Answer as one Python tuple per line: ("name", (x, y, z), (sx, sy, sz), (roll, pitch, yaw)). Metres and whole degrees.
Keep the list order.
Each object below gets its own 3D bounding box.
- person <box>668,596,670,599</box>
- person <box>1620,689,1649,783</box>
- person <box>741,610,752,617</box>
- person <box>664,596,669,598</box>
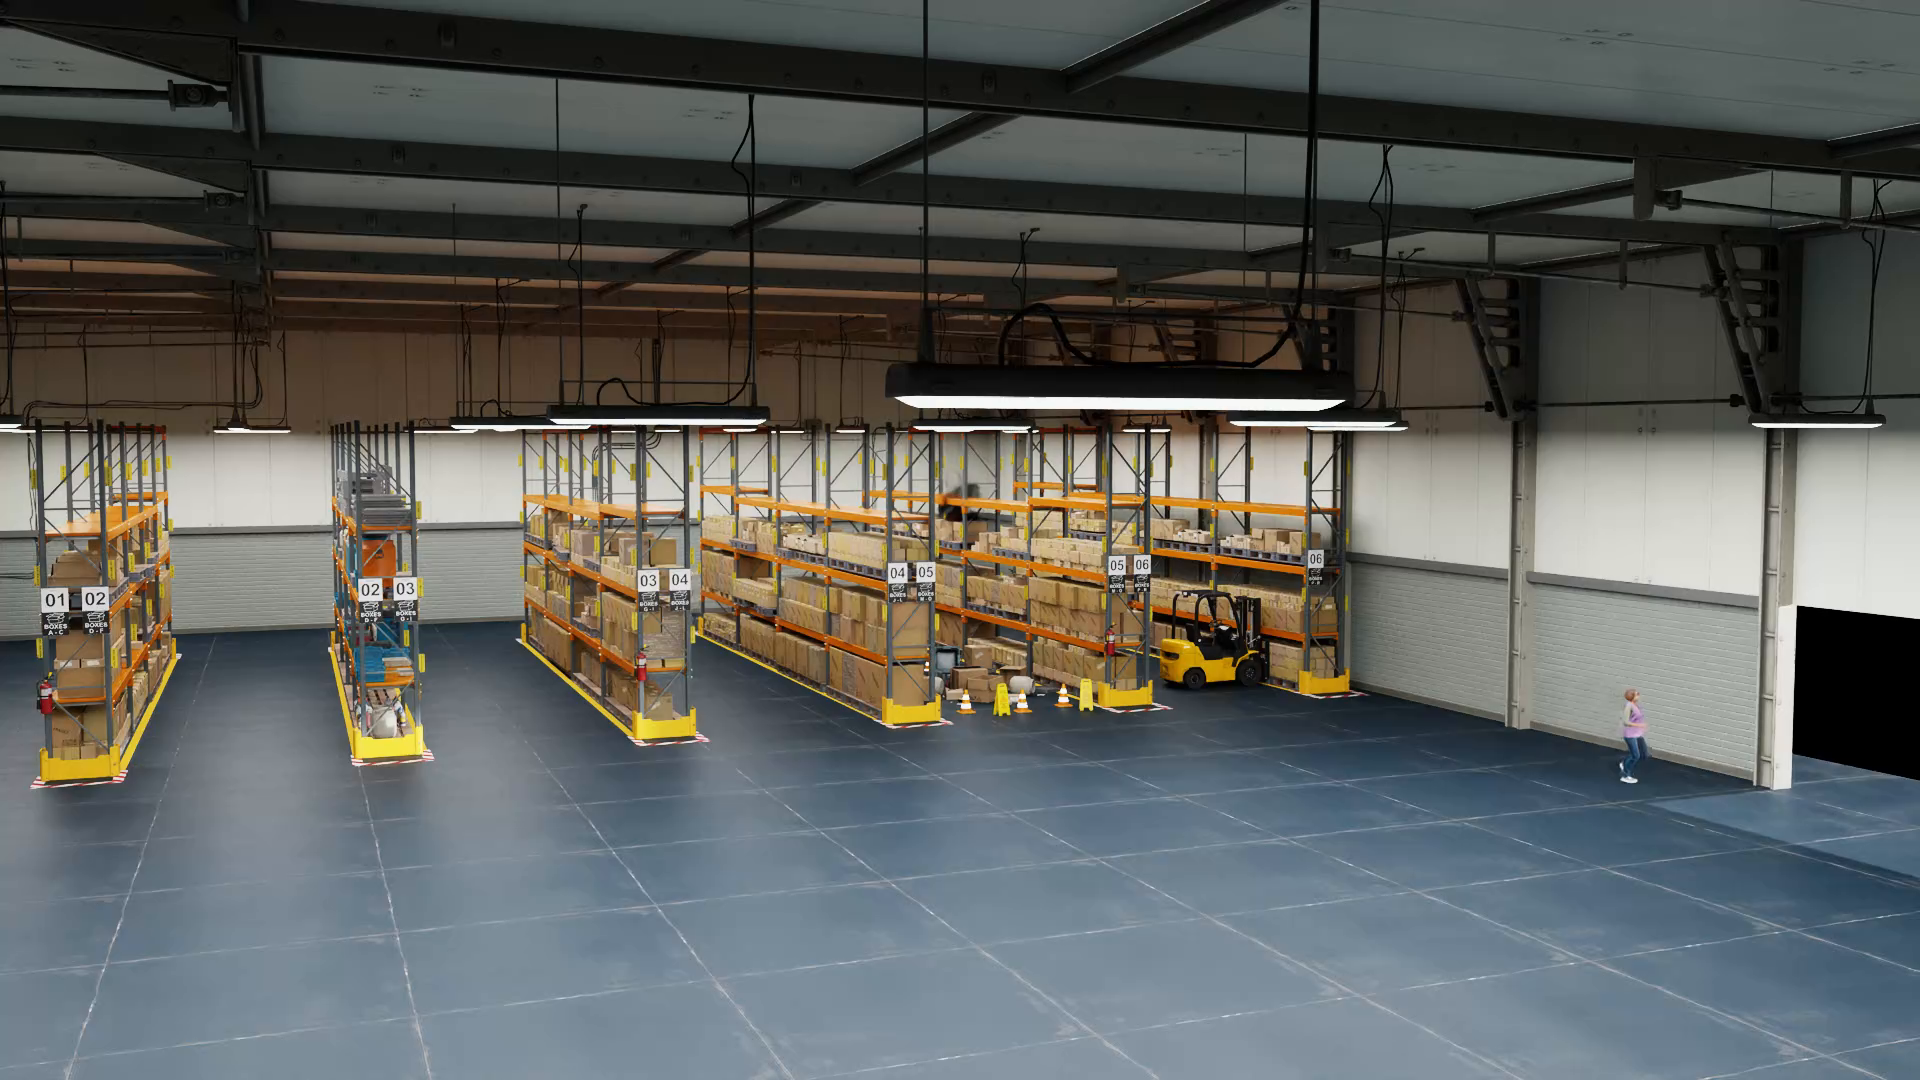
("person", (-7.670, 2.080, 44.961), (0.701, 1.742, 1.055), (-2, 4, -25))
("person", (11.127, 3.226, 27.371), (0.528, 1.556, 0.526), (3, 5, 44))
("person", (-6.325, 1.834, 49.236), (0.515, 1.624, 0.610), (2, 4, 23))
("person", (-8.620, 1.859, 48.223), (0.739, 1.687, 0.537), (3, 5, 38))
